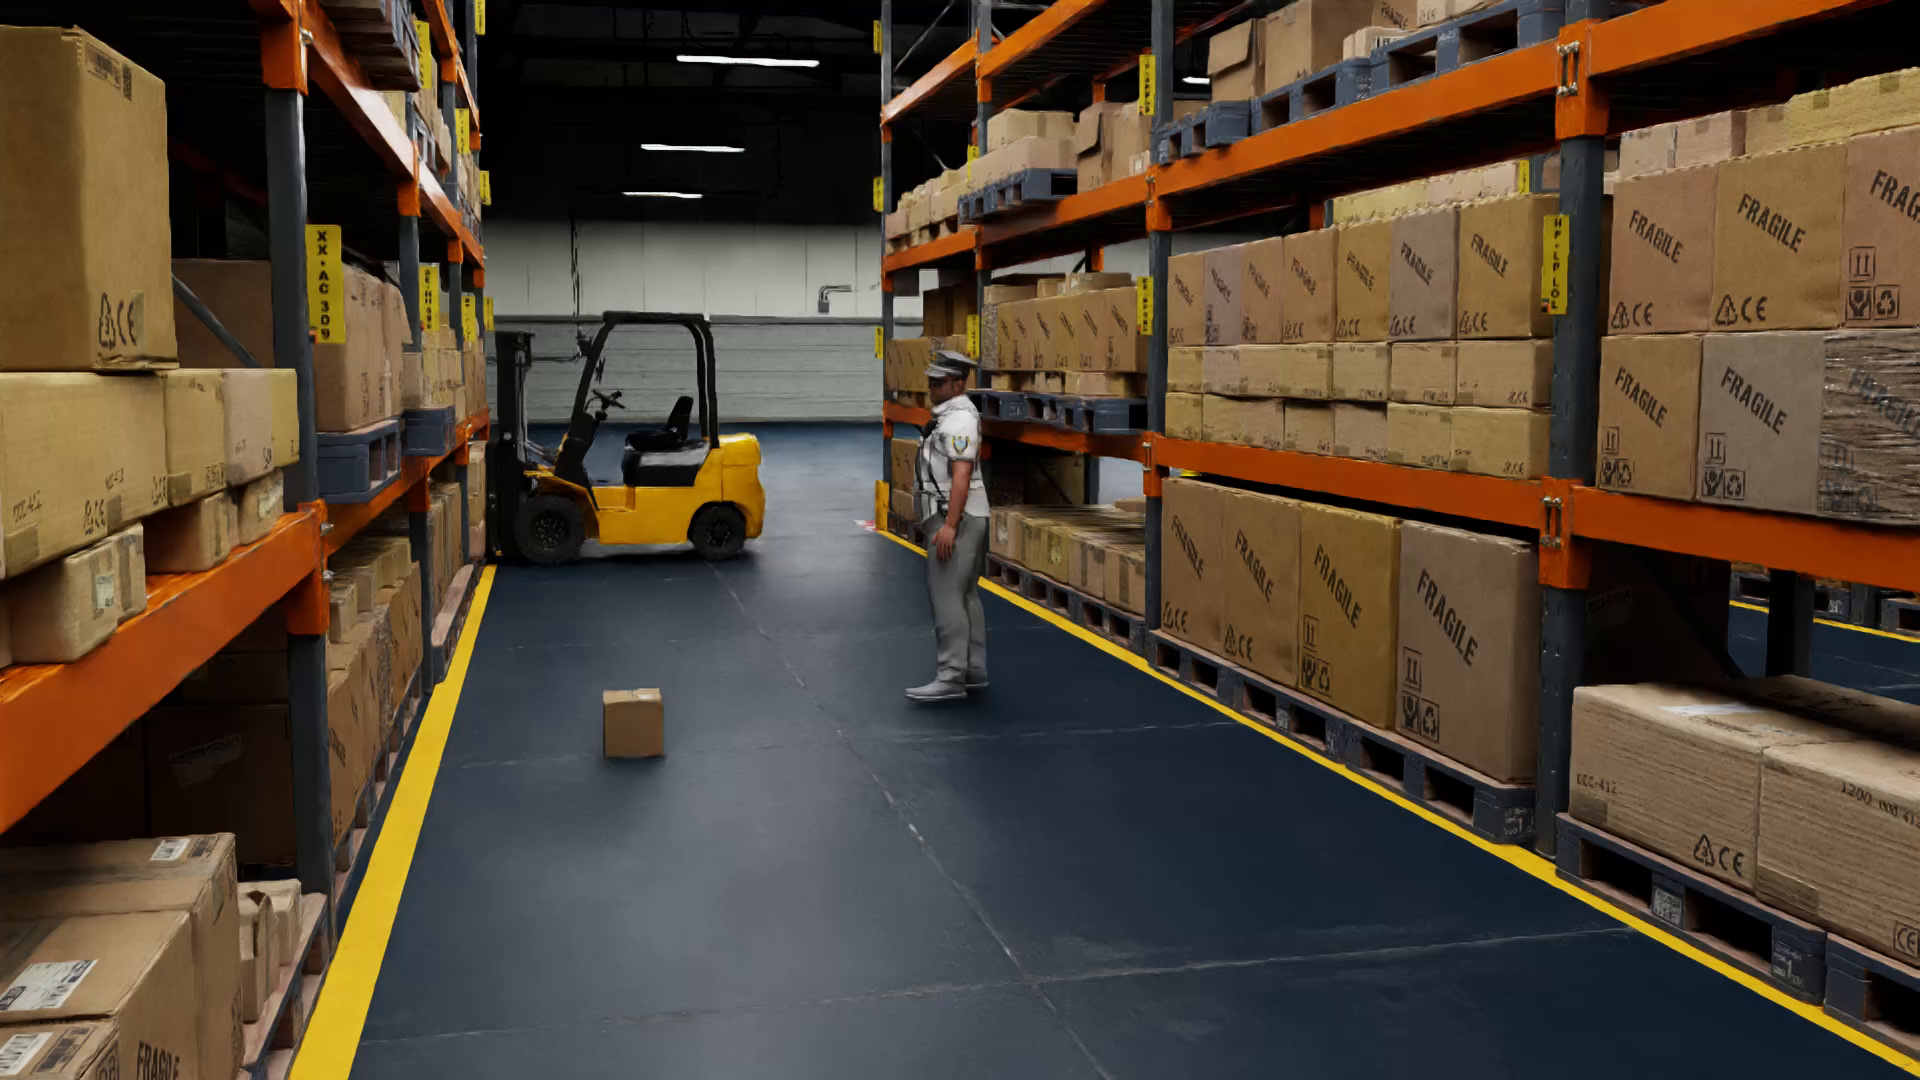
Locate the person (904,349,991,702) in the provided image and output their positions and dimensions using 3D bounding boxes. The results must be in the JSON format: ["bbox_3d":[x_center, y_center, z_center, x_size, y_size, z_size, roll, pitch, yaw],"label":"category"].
[{"bbox_3d":[-0.061,-0.083,8.433,0.439,1.762,0.628,0,6,0],"label":"person"}]
